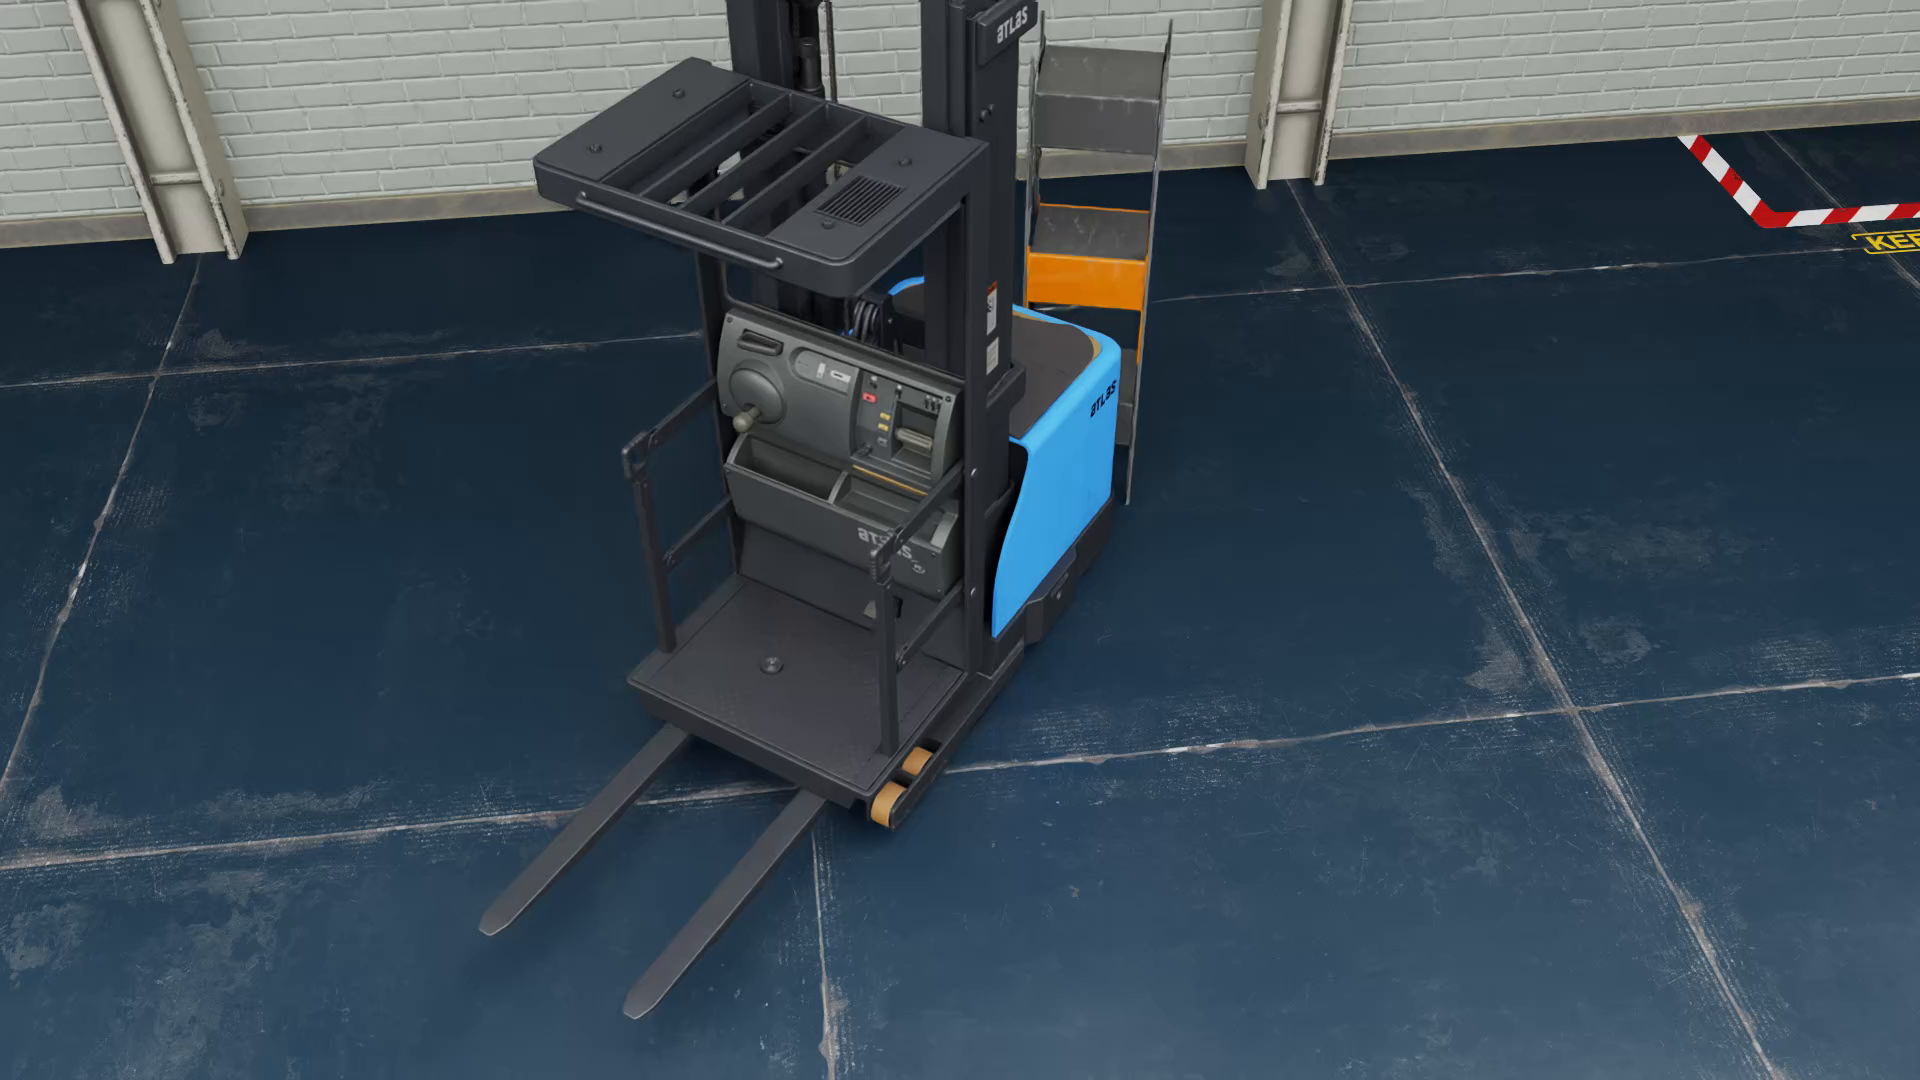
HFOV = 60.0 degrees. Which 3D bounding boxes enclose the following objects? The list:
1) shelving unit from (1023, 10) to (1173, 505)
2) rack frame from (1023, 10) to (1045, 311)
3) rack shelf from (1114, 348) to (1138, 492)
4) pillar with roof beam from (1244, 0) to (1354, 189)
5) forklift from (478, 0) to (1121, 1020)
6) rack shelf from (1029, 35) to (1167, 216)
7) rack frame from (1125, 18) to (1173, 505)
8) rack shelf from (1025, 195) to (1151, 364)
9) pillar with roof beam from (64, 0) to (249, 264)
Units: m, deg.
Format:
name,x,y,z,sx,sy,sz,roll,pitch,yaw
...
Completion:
name,x,y,z,sx,sy,sz,roll,pitch,yaw
shelving unit,0.533,-1.093,6.894,0.503,2.100,0.431,5,42,6
rack frame,0.292,-1.116,6.919,0.015,2.100,0.400,5,42,6
rack shelf,0.533,-0.563,7.372,0.480,0.518,0.431,5,42,6
pillar with roof beam,2.422,-2.599,3.413,0.400,9.000,9.100,-5,42,-6
forklift,-0.535,-0.395,5.500,1.130,2.935,3.031,22,46,22
rack shelf,0.533,-1.602,6.434,0.480,0.518,0.431,5,42,6
rack frame,0.775,-1.070,6.868,0.015,2.100,0.400,5,42,6
rack shelf,0.533,-1.083,6.903,0.480,0.518,0.431,5,42,6
pillar with roof beam,-3.527,-2.078,2.835,0.400,9.000,9.100,-5,42,-6
